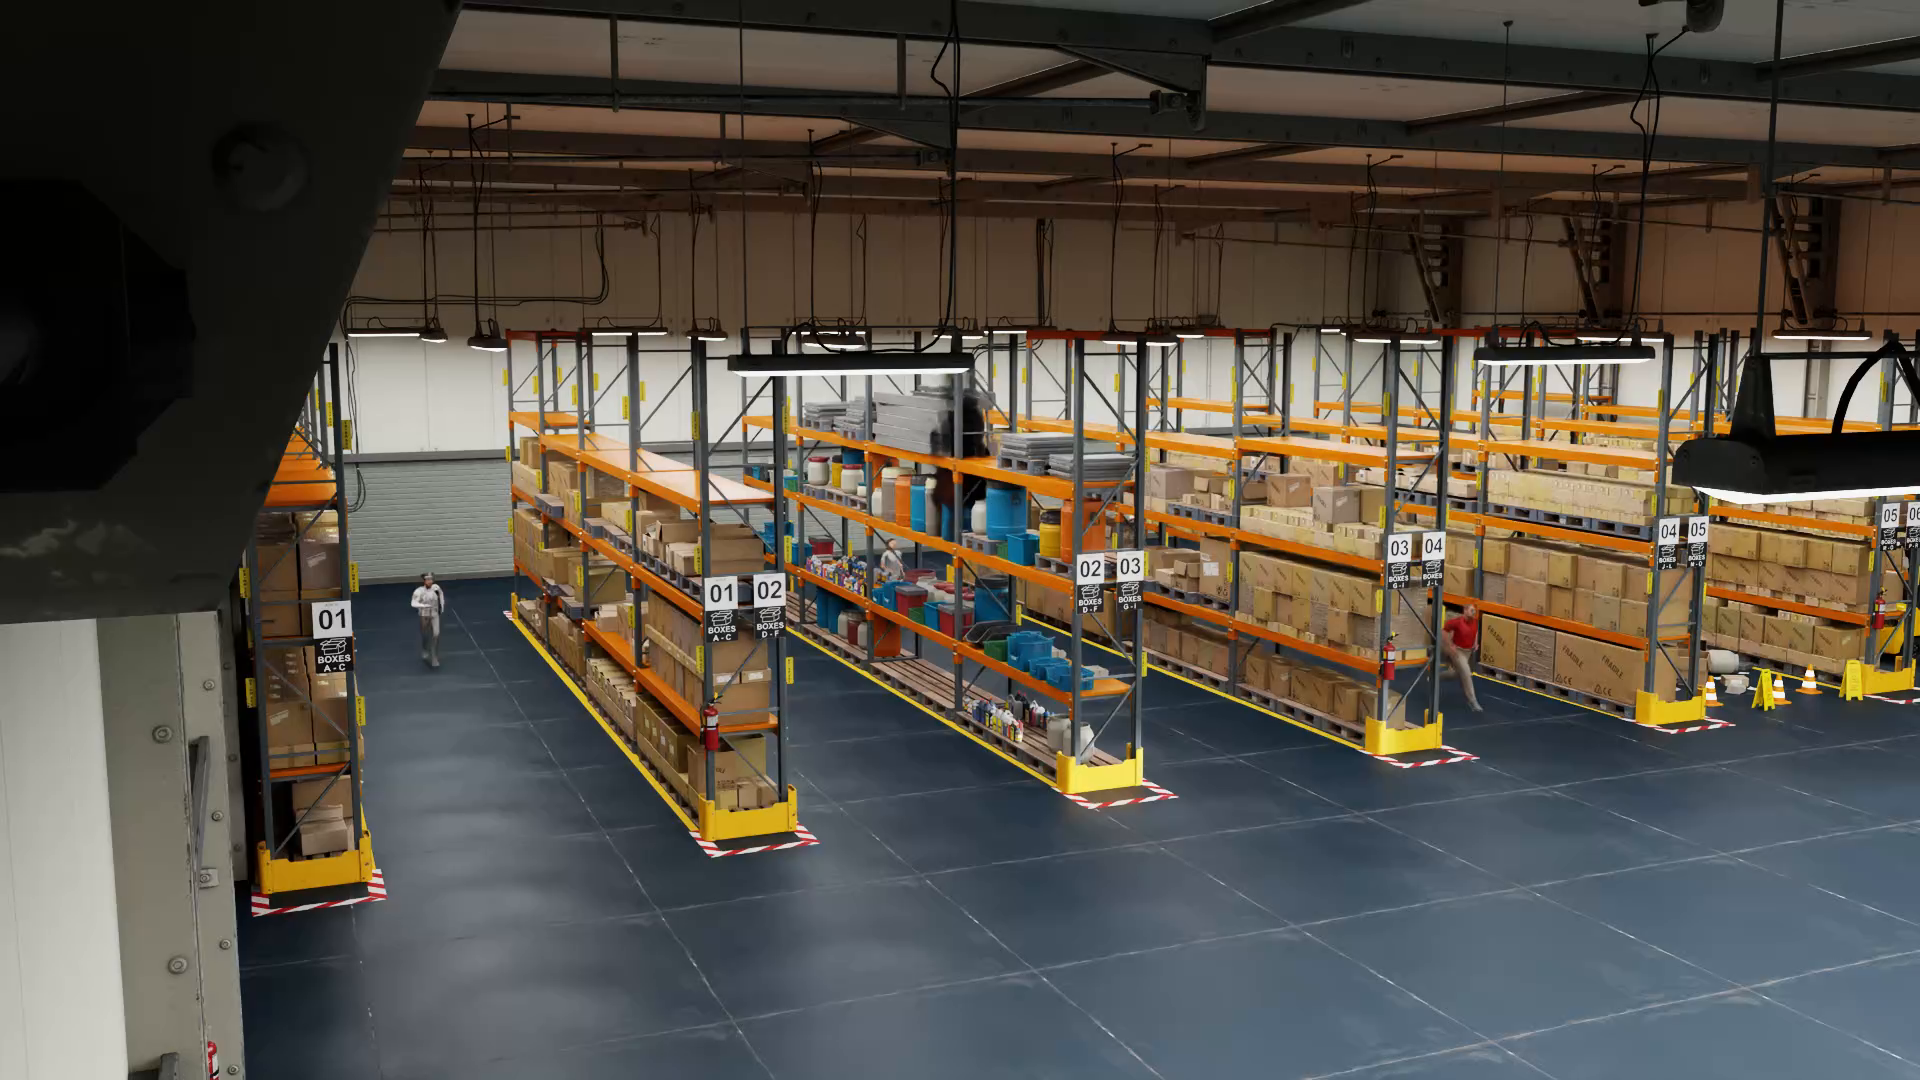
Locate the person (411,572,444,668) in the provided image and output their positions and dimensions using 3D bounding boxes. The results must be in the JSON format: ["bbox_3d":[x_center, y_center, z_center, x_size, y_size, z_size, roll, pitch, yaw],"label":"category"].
[{"bbox_3d":[-9.643,1.408,30.171,0.637,1.731,0.876,-5,9,-32],"label":"person"}]

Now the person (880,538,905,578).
[{"bbox_3d":[-1.406,0.770,35.052,0.564,1.629,0.566,-4,9,-29],"label":"person"}]

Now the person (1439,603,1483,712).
[{"bbox_3d":[8.081,1.855,26.920,0.664,1.732,1.031,-5,10,-35],"label":"person"}]

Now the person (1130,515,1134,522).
[{"bbox_3d":[3.968,0.290,38.099,0.674,1.818,0.660,-4,9,-28],"label":"person"}]
